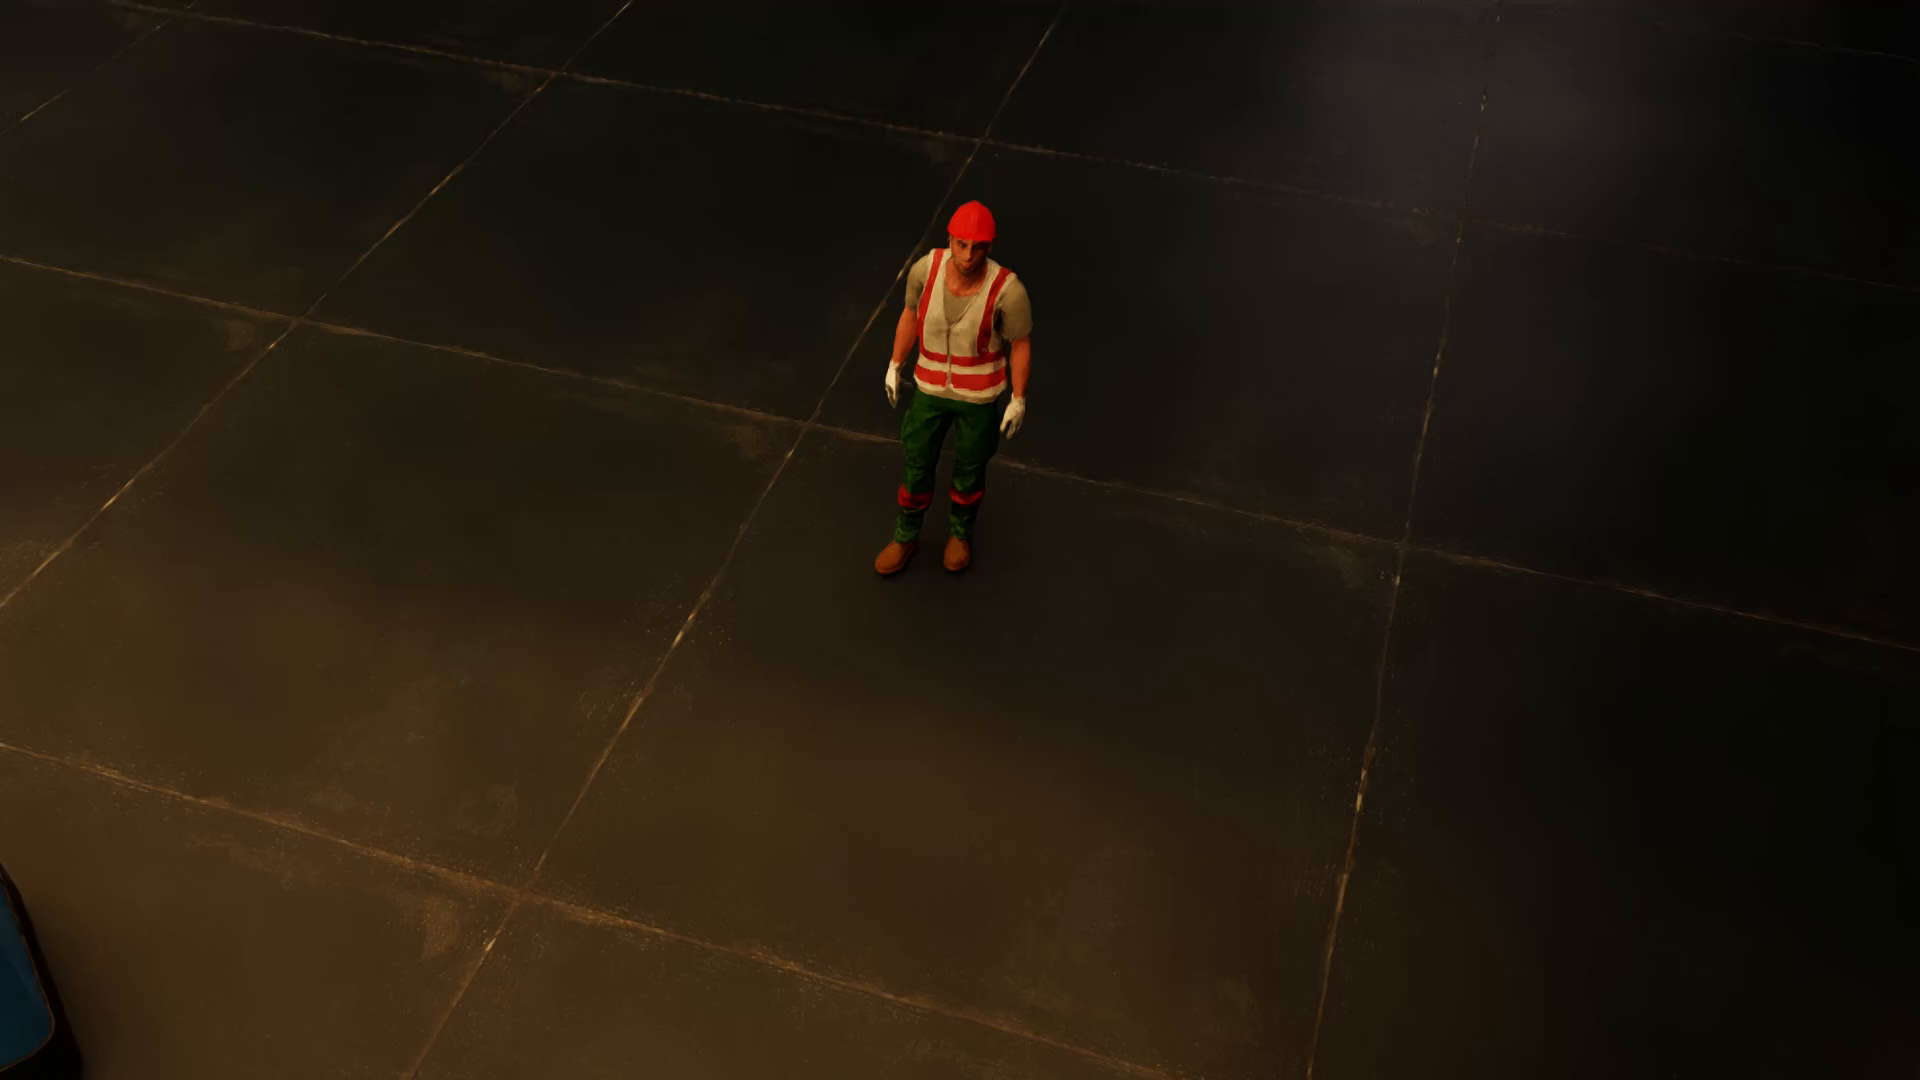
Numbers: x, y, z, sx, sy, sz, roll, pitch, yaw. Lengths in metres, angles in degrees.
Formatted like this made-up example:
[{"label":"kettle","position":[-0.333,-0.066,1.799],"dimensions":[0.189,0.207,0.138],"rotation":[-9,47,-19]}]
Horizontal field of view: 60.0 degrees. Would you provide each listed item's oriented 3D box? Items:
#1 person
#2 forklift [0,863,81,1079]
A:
[{"label":"person","position":[-0.035,-0.610,7.173],"dimensions":[0.637,1.787,0.563],"rotation":[12,44,13]},{"label":"forklift","position":[-4.544,1.150,4.452],"dimensions":[3.031,2.935,1.130],"rotation":[-26,49,-26]}]
